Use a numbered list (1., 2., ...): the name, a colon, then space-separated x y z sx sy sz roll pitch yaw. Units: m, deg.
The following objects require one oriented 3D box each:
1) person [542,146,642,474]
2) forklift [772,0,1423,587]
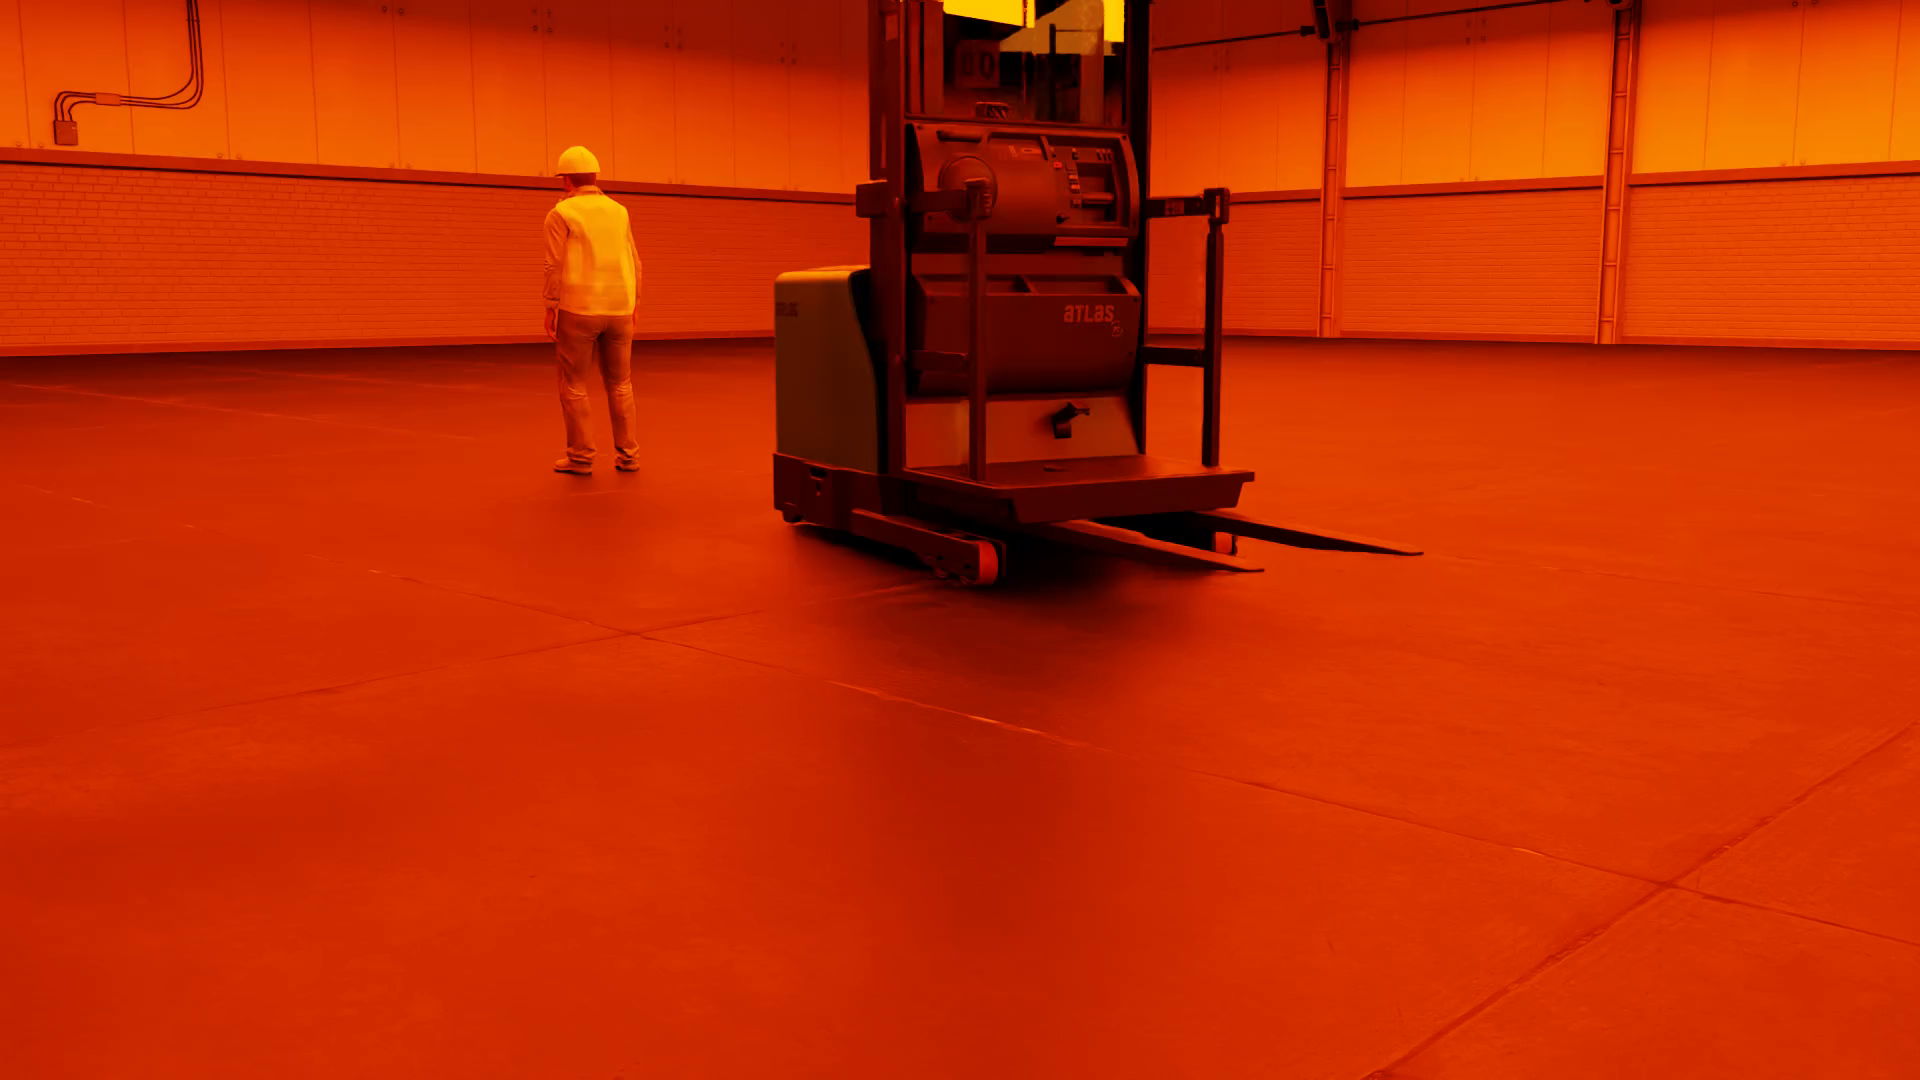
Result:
1. person: -2.023 -1.258 9.132 0.579 1.769 0.467 -7 11 -38
2. forklift: 0.358 -1.365 5.936 1.130 2.935 3.031 -5 10 -29
